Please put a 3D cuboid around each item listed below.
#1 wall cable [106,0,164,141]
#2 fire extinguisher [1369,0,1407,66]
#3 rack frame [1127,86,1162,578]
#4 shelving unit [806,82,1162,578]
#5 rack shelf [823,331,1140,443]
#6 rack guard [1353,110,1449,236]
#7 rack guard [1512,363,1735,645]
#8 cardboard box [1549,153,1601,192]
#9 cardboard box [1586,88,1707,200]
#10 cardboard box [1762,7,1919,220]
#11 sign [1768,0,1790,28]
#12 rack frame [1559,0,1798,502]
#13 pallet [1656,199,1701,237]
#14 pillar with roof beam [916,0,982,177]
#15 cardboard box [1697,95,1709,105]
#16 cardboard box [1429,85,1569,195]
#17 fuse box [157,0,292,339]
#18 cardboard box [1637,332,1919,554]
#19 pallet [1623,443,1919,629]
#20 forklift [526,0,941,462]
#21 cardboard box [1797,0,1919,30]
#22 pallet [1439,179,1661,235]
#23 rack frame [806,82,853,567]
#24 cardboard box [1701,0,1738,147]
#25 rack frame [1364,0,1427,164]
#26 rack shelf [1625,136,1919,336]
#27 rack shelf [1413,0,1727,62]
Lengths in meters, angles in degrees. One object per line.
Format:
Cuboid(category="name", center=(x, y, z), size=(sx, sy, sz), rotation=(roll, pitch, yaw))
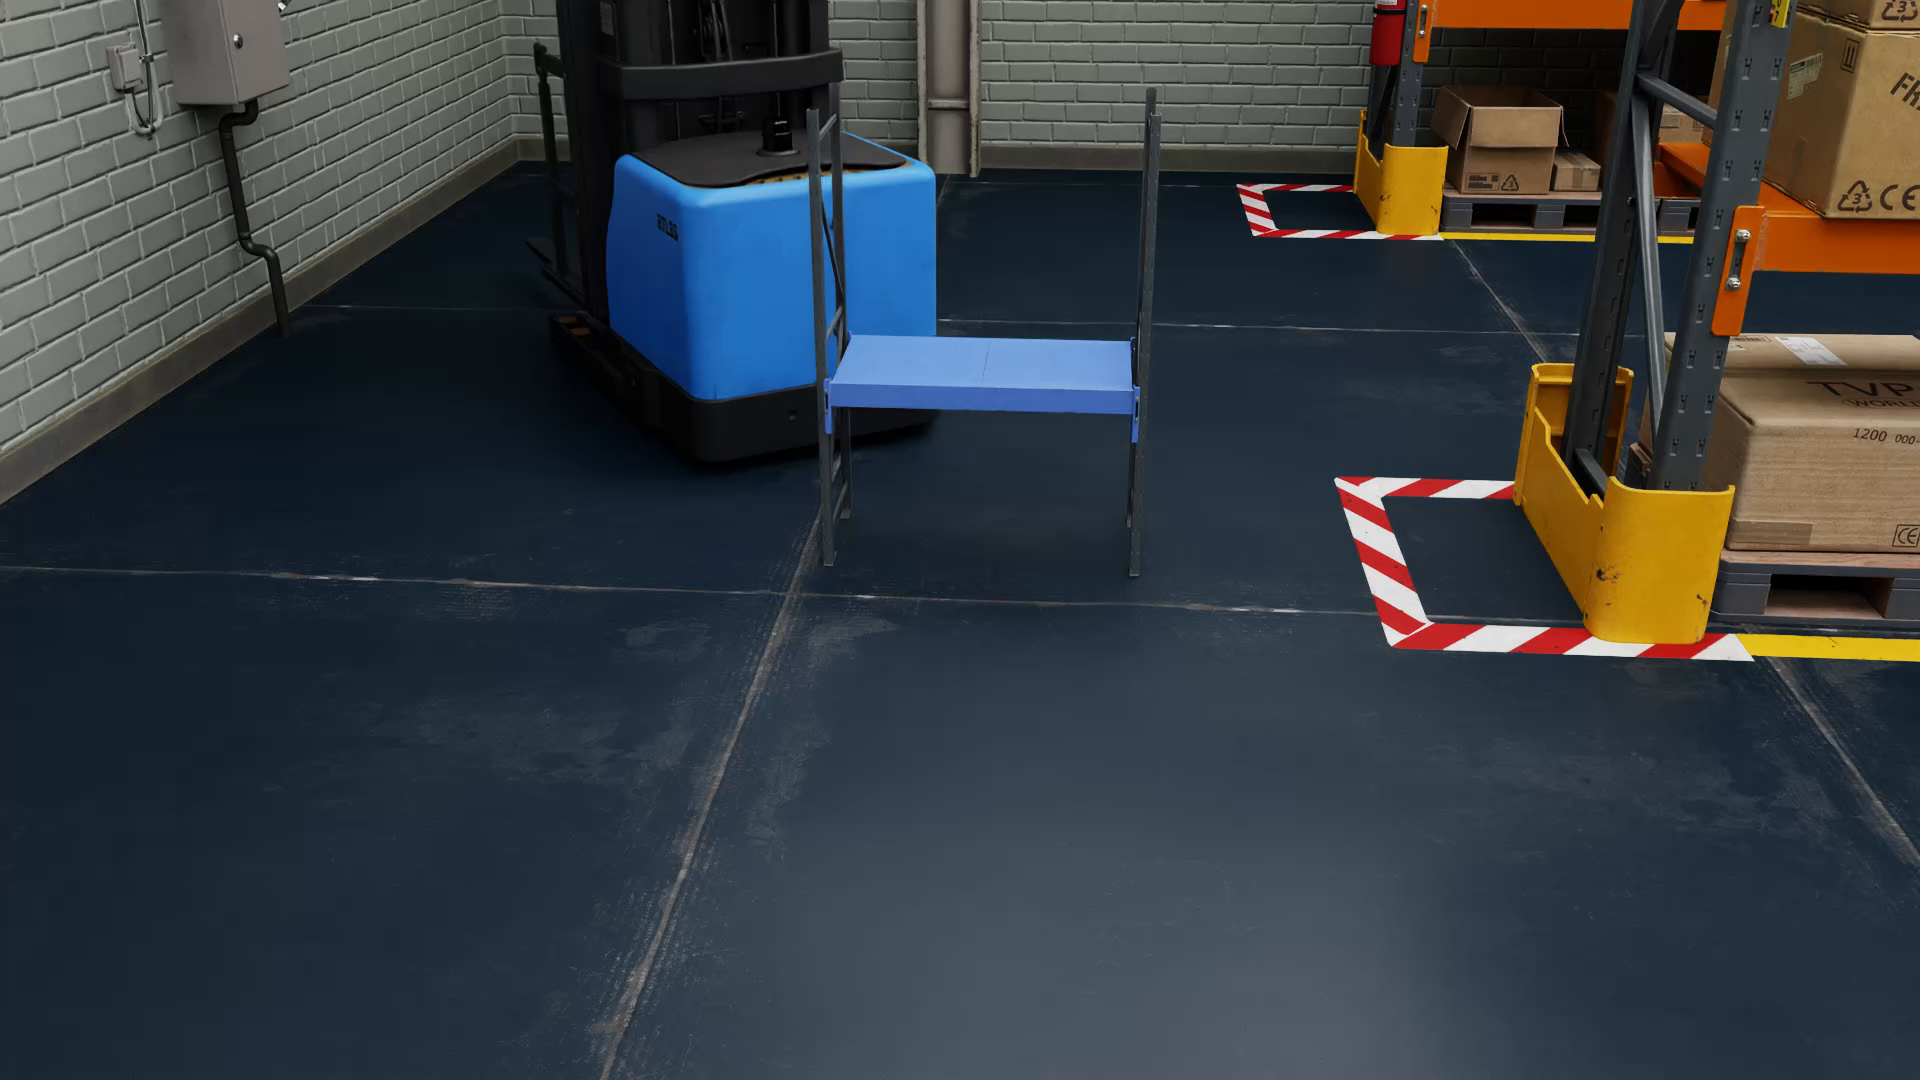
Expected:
Cuboid(category="wall cable", center=(-3.353, -2.513, 6.408), size=(0.122, 1.984, 0.588), rotation=(2, 25, 4))
Cuboid(category="fire extinguisher", center=(2.368, -2.966, 9.146), size=(0.183, 0.674, 0.296), rotation=(2, 25, 4))
Cuboid(category="rack frame", center=(0.592, -0.662, 5.395), size=(0.032, 1.500, 0.500), rotation=(2, 25, 4))
Cuboid(category="shelving unit", center=(0.085, -0.679, 5.431), size=(1.048, 1.500, 0.538), rotation=(2, 25, 4))
Cuboid(category="rack shelf", center=(0.085, -0.515, 5.506), size=(1.000, 0.185, 0.538), rotation=(2, 25, 4))
Cuboid(category="rack guard", center=(2.626, -2.220, 9.977), size=(0.348, 0.500, 1.175), rotation=(2, 25, 4))
Cuboid(category="rack guard", center=(2.150, -0.155, 5.488), size=(0.348, 0.500, 1.175), rotation=(2, 25, 4))
Cuboid(category="cardboard box", center=(3.574, -2.165, 9.775), size=(0.250, 0.149, 0.380), rotation=(1, 25, 2))
Cuboid(category="cardboard box", center=(4.002, -2.311, 9.672), size=(0.500, 0.500, 0.700), rotation=(3, 25, 6))
Cuboid(category="cardboard box", center=(2.631, -1.200, 4.649), size=(0.500, 0.500, 0.500), rotation=(2, 25, 4))
Cuboid(category="sign", center=(2.126, -1.488, 4.264), size=(0.005, 0.325, 0.100), rotation=(2, 25, 4))
Cuboid(category="rack frame", center=(2.174, -1.289, 4.964), size=(0.127, 3.000, 1.000), rotation=(2, 25, 4))
Cuboid(category="pallet", center=(4.634, -2.024, 9.896), size=(1.213, 0.211, 1.003), rotation=(2, 25, 4))
Cuboid(category="pillar with roof beam", center=(-0.398, -4.751, 5.311), size=(0.400, 9.000, 9.100), rotation=(2, 25, 4))
Cuboid(category="cardboard box", center=(4.522, -2.252, 9.544), size=(0.500, 0.500, 0.500), rotation=(2, 25, 5))
Cuboid(category="cardboard box", center=(3.153, -2.356, 9.766), size=(0.637, 0.503, 0.797), rotation=(1, 25, 2))
Cuboid(category="fuse box", center=(-3.144, -1.746, 7.497), size=(0.414, 1.711, 0.539), rotation=(2, 25, 4))
Cuboid(category="cardboard box", center=(2.840, -0.337, 5.456), size=(0.875, 0.438, 0.875), rotation=(1, 25, 2))
Cuboid(category="pallet", center=(2.977, -0.030, 5.562), size=(1.213, 0.211, 1.003), rotation=(2, 25, 4))
Cuboid(category="forklift", center=(-1.224, -2.201, 7.027), size=(1.130, 2.935, 3.031), rotation=(-13, 28, -26))
Cuboid(category="cardboard box", center=(2.631, -1.655, 4.442), size=(0.500, 0.500, 0.500), rotation=(1, 25, 3))
Cuboid(category="pallet", center=(3.421, -2.064, 9.983), size=(1.213, 0.211, 1.003), rotation=(2, 25, 4))
Cuboid(category="rack frame", center=(-0.422, -0.695, 5.466), size=(0.032, 1.500, 0.500), rotation=(2, 25, 4))
Cuboid(category="cardboard box", center=(2.675, -1.430, 5.149), size=(0.500, 0.500, 0.500), rotation=(2, 25, 4))
Cuboid(category="rack frame", center=(2.550, -3.358, 9.460), size=(0.127, 3.000, 1.000), rotation=(2, 25, 4))
Cuboid(category="rack shelf", center=(4.168, -0.899, 4.975), size=(4.000, 0.370, 1.077), rotation=(2, 25, 4))
Cuboid(category="rack shelf", center=(4.545, -2.968, 9.471), size=(4.000, 0.370, 1.077), rotation=(2, 25, 4))
